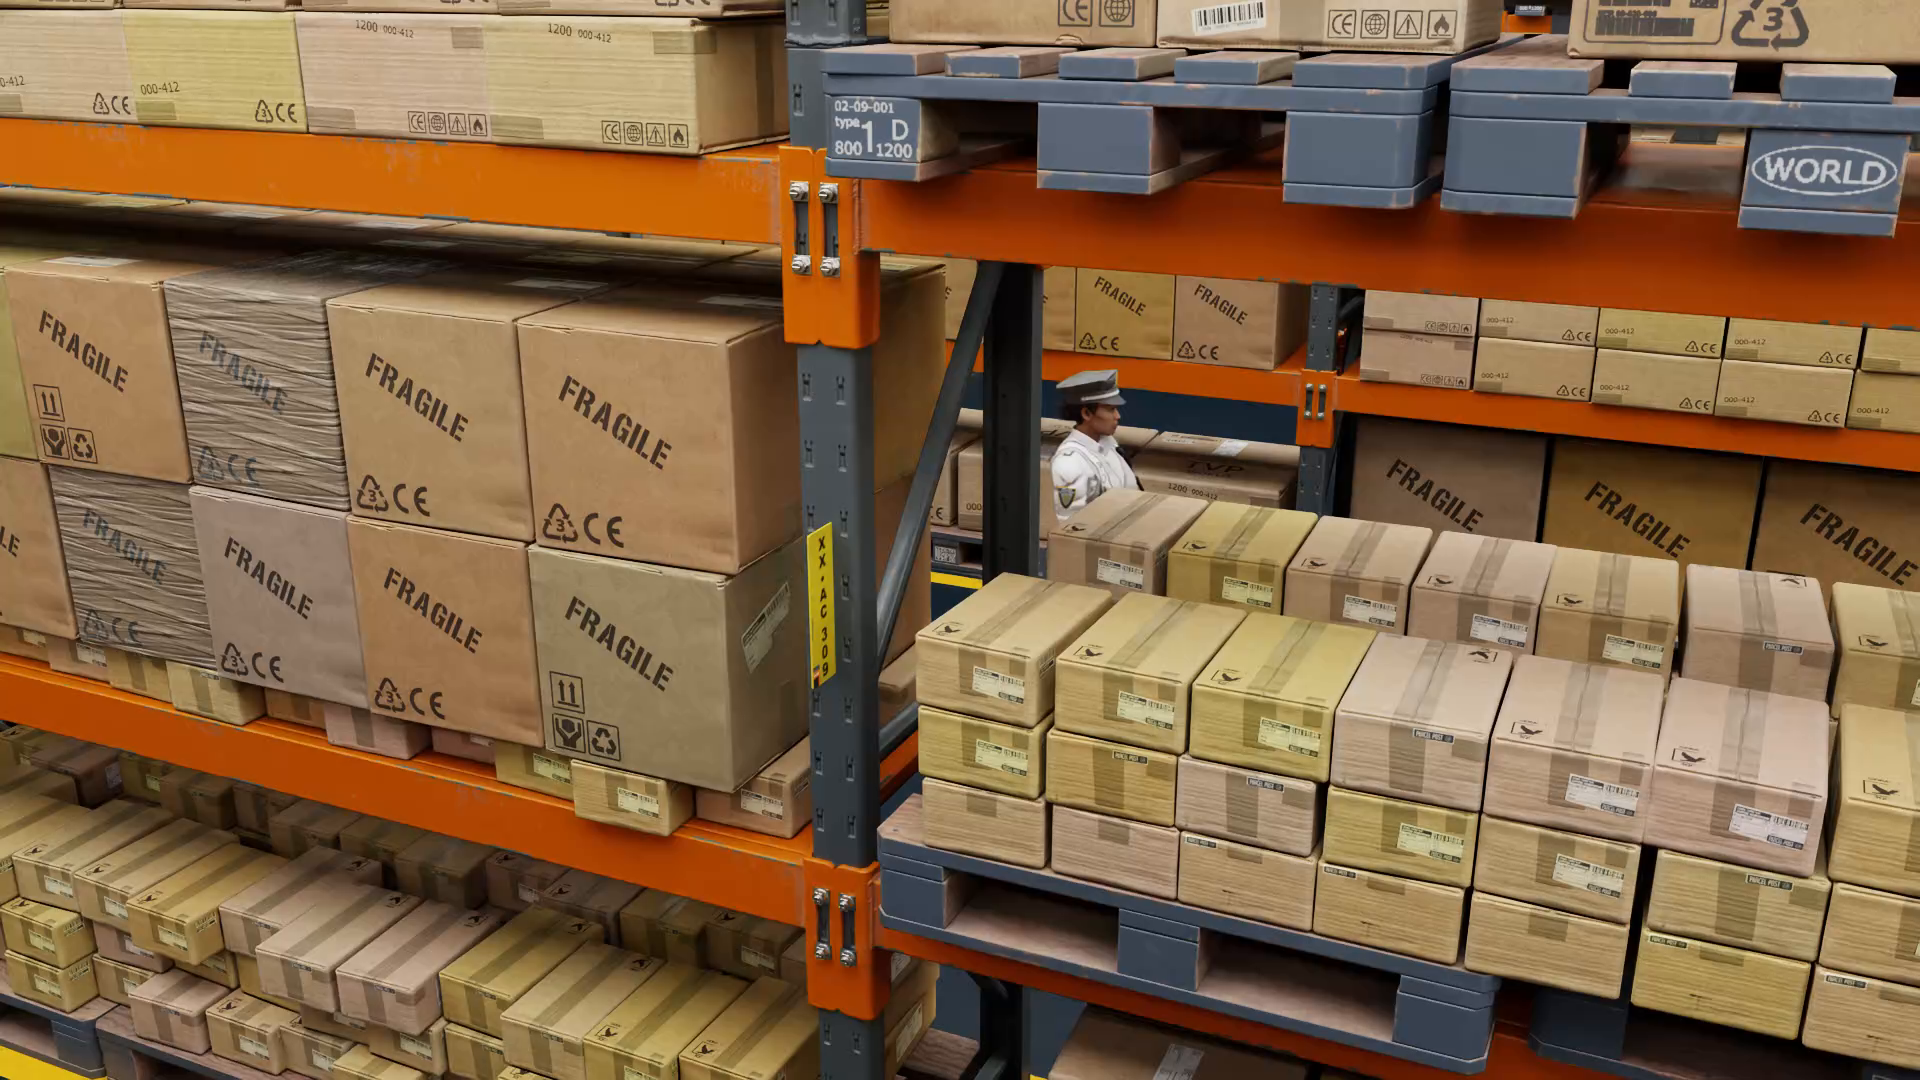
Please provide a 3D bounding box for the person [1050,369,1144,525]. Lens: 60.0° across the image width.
[{"bbox_3d":[0.533,0.134,6.659,0.332,1.680,0.469,9,21,24],"label":"person"}]
